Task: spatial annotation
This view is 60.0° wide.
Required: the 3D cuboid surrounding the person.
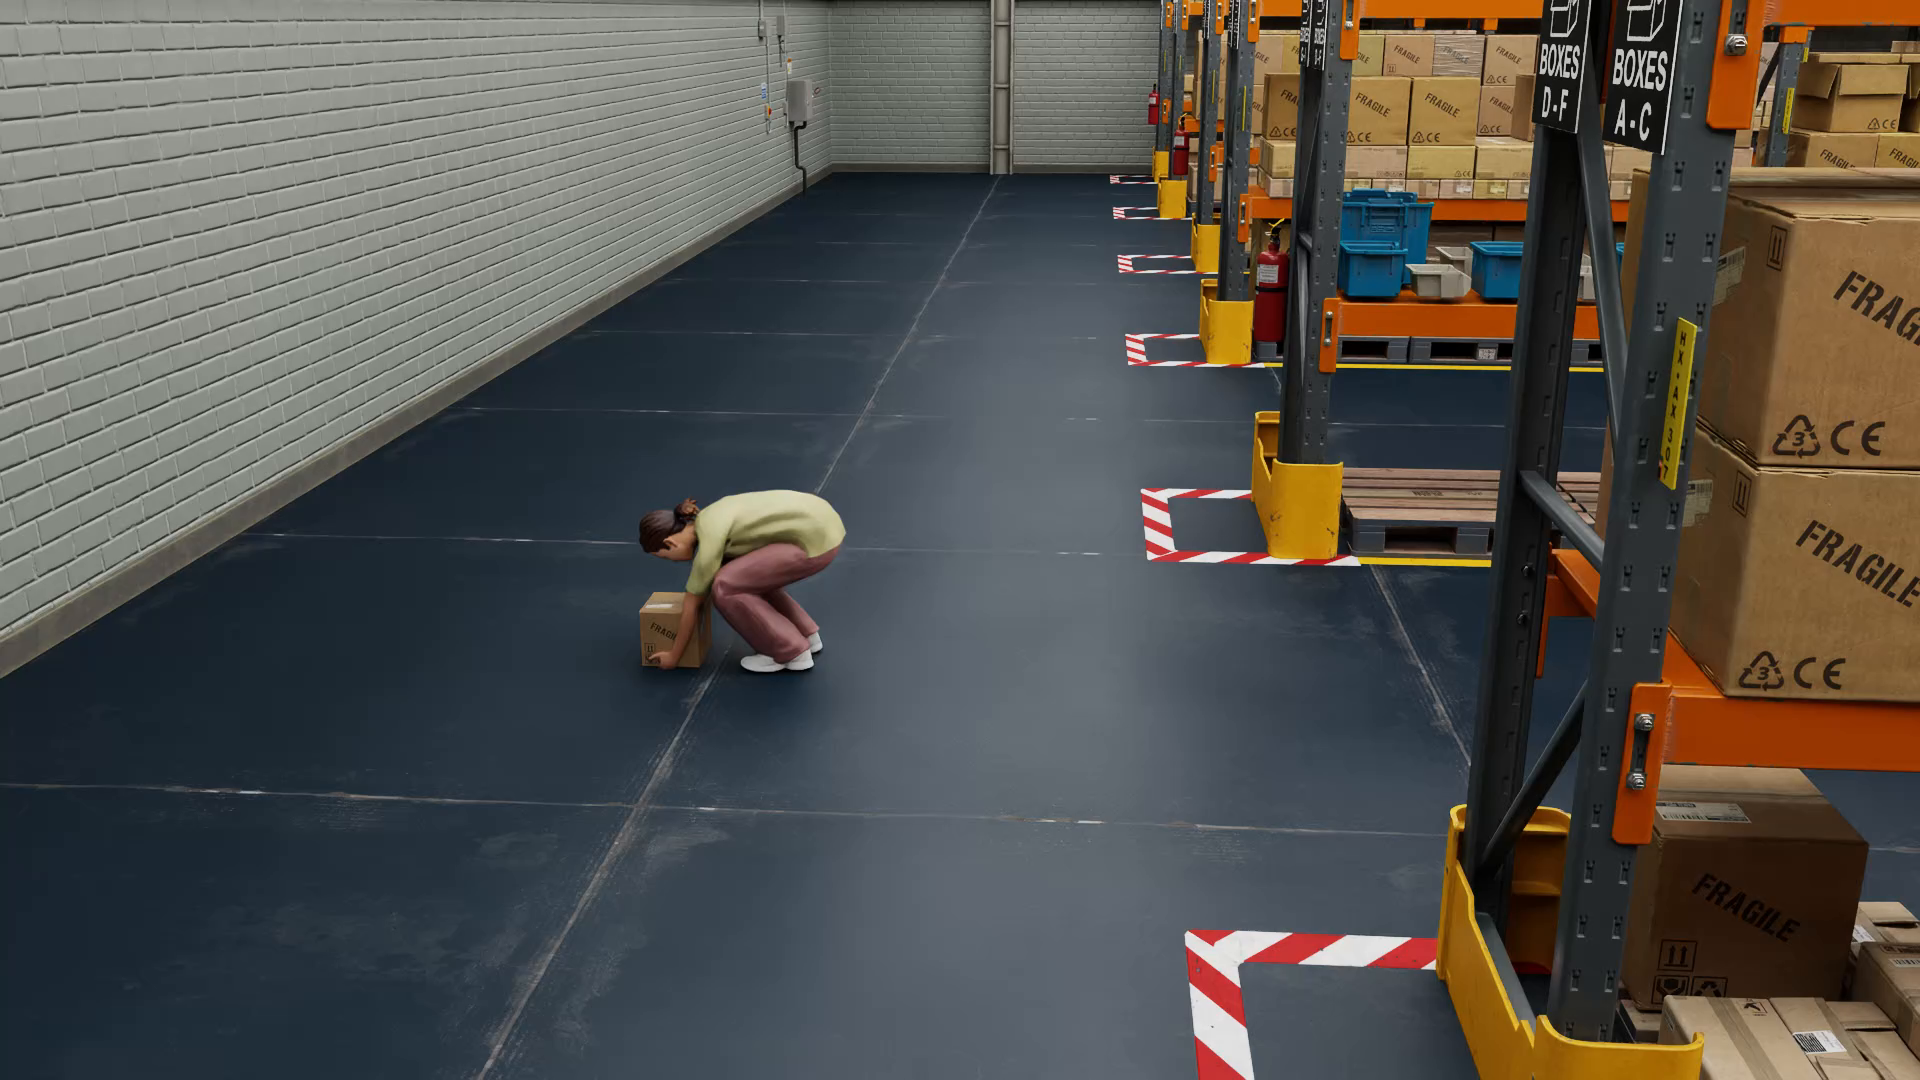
[{"bbox_3d":[-0.921,0.170,7.089,0.867,0.756,0.463,1,18,2],"label":"person"}]
